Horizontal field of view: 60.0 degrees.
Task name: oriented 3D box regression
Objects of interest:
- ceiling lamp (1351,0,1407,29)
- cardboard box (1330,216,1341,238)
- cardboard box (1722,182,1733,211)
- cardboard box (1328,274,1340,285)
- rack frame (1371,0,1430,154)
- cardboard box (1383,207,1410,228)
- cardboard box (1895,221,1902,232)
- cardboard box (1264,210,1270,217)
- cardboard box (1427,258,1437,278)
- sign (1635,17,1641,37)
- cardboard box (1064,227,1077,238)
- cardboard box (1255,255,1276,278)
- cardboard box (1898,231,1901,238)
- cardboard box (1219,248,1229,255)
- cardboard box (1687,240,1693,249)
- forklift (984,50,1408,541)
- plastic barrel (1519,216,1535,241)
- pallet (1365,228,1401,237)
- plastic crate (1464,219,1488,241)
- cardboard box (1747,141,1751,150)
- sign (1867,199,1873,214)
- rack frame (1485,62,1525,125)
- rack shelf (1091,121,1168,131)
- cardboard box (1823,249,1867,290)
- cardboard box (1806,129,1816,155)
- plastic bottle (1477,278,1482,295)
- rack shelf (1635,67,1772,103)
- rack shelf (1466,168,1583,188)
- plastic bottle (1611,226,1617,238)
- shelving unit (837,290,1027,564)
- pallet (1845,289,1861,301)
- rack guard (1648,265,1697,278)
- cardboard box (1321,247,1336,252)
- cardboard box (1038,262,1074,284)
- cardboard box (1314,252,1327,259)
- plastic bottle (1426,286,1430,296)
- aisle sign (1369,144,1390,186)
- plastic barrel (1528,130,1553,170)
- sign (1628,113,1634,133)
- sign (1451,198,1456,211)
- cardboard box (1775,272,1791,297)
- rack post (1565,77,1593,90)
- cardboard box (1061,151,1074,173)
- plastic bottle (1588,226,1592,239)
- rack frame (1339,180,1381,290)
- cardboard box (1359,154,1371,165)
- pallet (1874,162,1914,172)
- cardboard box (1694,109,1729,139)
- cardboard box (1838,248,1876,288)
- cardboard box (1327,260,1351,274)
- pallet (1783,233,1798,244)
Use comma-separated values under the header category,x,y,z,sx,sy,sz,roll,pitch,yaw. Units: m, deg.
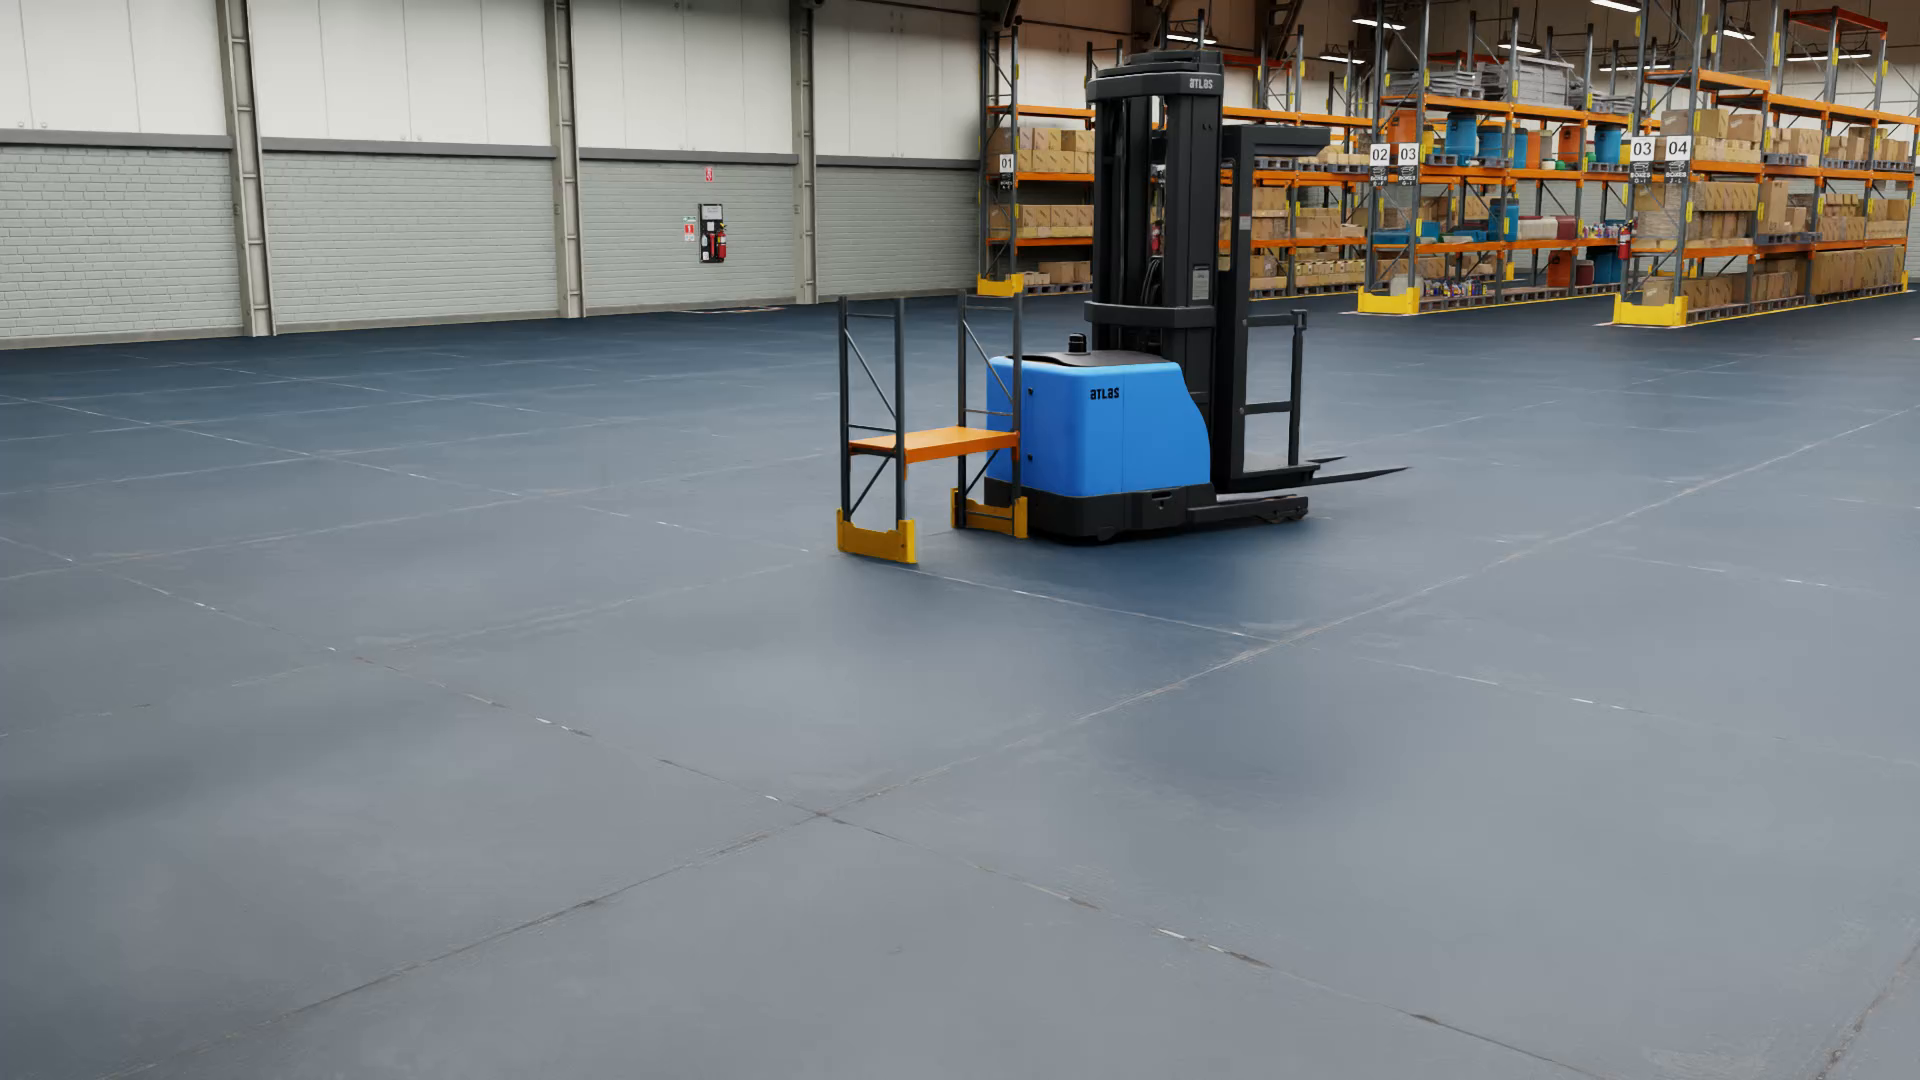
category,x,y,z,sx,sy,sz,roll,pitch,yaw
ceiling lamp,9.187,-12.556,35.199,0.800,3.185,2.000,10,15,40
cardboard box,8.794,-7.510,39.899,0.500,0.500,0.500,9,14,37
cardboard box,13.605,-6.204,30.045,0.500,0.500,0.500,10,15,40
cardboard box,8.716,-6.233,39.707,0.500,0.250,0.500,10,15,41
rack frame,8.327,-8.834,31.466,1.000,3.000,0.127,10,15,40
cardboard box,10.968,-8.182,42.192,0.500,0.500,0.700,-9,14,-37
cardboard box,22.153,-7.498,39.717,0.500,0.250,0.500,9,15,39
cardboard box,6.722,-7.307,37.227,0.380,0.149,0.250,10,15,40
cardboard box,12.087,-7.107,43.396,0.500,0.500,0.500,10,15,41
sign,11.644,-8.804,28.527,0.100,0.325,0.005,10,15,40
cardboard box,2.454,-7.367,39.767,0.500,0.250,0.500,10,15,41
cardboard box,6.768,-6.178,37.520,0.500,0.500,0.500,10,15,40
cardboard box,22.284,-7.312,39.805,0.380,0.149,0.250,10,15,40
cardboard box,6.750,-7.593,44.986,0.750,0.750,0.750,10,15,40
cardboard box,12.594,-5.174,29.099,0.380,0.149,0.250,10,15,40
forklift,1.675,-1.622,10.851,3.031,2.935,1.130,-7,13,-31
plastic barrel,12.248,-6.768,36.090,0.433,0.535,0.433,0,11,0
pallet,10.284,-7.725,41.719,1.213,0.211,1.003,10,15,40
plastic crate,11.057,-6.623,35.549,0.402,0.464,0.583,10,15,40
cardboard box,14.345,-7.273,30.671,0.380,0.149,0.250,9,14,38
sign,20.383,-7.478,37.237,0.100,0.325,0.005,10,15,40
rack frame,15.170,-11.829,46.461,1.000,3.000,0.127,10,15,40
rack shelf,4.846,-10.449,42.408,1.077,0.370,4.000,10,15,40
cardboard box,19.561,-6.085,37.369,1.225,0.875,0.875,10,15,41
cardboard box,16.871,-8.015,33.490,0.500,0.500,0.500,10,15,40
plastic bottle,10.759,-5.265,34.555,0.144,0.351,0.185,9,15,39
rack shelf,13.368,-8.134,29.804,1.077,0.370,4.000,10,15,40
rack shelf,12.287,-7.893,36.250,1.077,0.370,4.000,10,15,40
plastic bottle,15.568,-7.349,39.666,0.152,0.276,0.135,10,15,40
shelving unit,-0.158,-0.714,9.956,0.587,1.500,1.083,10,15,42
pallet,19.516,-5.527,37.343,1.003,0.211,1.213,10,15,40
rack guard,18.895,-7.026,44.110,1.175,0.500,0.348,10,15,40
cardboard box,10.944,-8.629,49.411,0.380,0.149,0.250,10,15,42
cardboard box,2.307,-6.439,40.048,0.700,0.500,0.500,9,14,37
cardboard box,10.398,-8.244,49.136,0.700,0.500,0.500,9,14,39
plastic bottle,9.594,-5.103,34.124,0.097,0.201,0.097,0,11,0
aisle sign,8.056,-7.195,31.938,0.394,0.787,0.004,10,15,40
plastic barrel,12.903,-8.693,37.139,0.600,0.901,0.600,0,11,0
sign,11.644,-7.232,28.841,0.100,0.325,0.005,10,15,40
sign,12.949,-8.795,43.632,0.100,0.325,0.005,10,15,40
cardboard box,16.544,-5.234,34.019,0.700,0.500,0.500,8,14,36
rack post,14.048,-10.391,37.946,0.624,0.289,0.986,10,15,40
cardboard box,2.352,-8.953,39.412,0.500,0.500,0.500,11,16,44
plastic bottle,14.564,-7.116,38.477,0.061,0.283,0.133,10,15,40
rack frame,9.889,-7.710,41.156,1.000,3.000,0.127,10,15,40
cardboard box,10.152,-9.299,41.195,0.910,0.500,0.500,10,15,40
pallet,22.127,-8.923,39.795,1.003,0.211,1.213,10,15,40
cardboard box,13.230,-7.346,29.384,0.500,0.500,0.500,10,15,40
cardboard box,20.464,-6.268,38.288,0.875,0.875,0.875,10,15,40
cardboard box,9.055,-6.583,40.027,0.500,0.311,0.500,10,15,40
pallet,16.052,-6.038,33.274,1.003,0.211,1.213,10,15,40
